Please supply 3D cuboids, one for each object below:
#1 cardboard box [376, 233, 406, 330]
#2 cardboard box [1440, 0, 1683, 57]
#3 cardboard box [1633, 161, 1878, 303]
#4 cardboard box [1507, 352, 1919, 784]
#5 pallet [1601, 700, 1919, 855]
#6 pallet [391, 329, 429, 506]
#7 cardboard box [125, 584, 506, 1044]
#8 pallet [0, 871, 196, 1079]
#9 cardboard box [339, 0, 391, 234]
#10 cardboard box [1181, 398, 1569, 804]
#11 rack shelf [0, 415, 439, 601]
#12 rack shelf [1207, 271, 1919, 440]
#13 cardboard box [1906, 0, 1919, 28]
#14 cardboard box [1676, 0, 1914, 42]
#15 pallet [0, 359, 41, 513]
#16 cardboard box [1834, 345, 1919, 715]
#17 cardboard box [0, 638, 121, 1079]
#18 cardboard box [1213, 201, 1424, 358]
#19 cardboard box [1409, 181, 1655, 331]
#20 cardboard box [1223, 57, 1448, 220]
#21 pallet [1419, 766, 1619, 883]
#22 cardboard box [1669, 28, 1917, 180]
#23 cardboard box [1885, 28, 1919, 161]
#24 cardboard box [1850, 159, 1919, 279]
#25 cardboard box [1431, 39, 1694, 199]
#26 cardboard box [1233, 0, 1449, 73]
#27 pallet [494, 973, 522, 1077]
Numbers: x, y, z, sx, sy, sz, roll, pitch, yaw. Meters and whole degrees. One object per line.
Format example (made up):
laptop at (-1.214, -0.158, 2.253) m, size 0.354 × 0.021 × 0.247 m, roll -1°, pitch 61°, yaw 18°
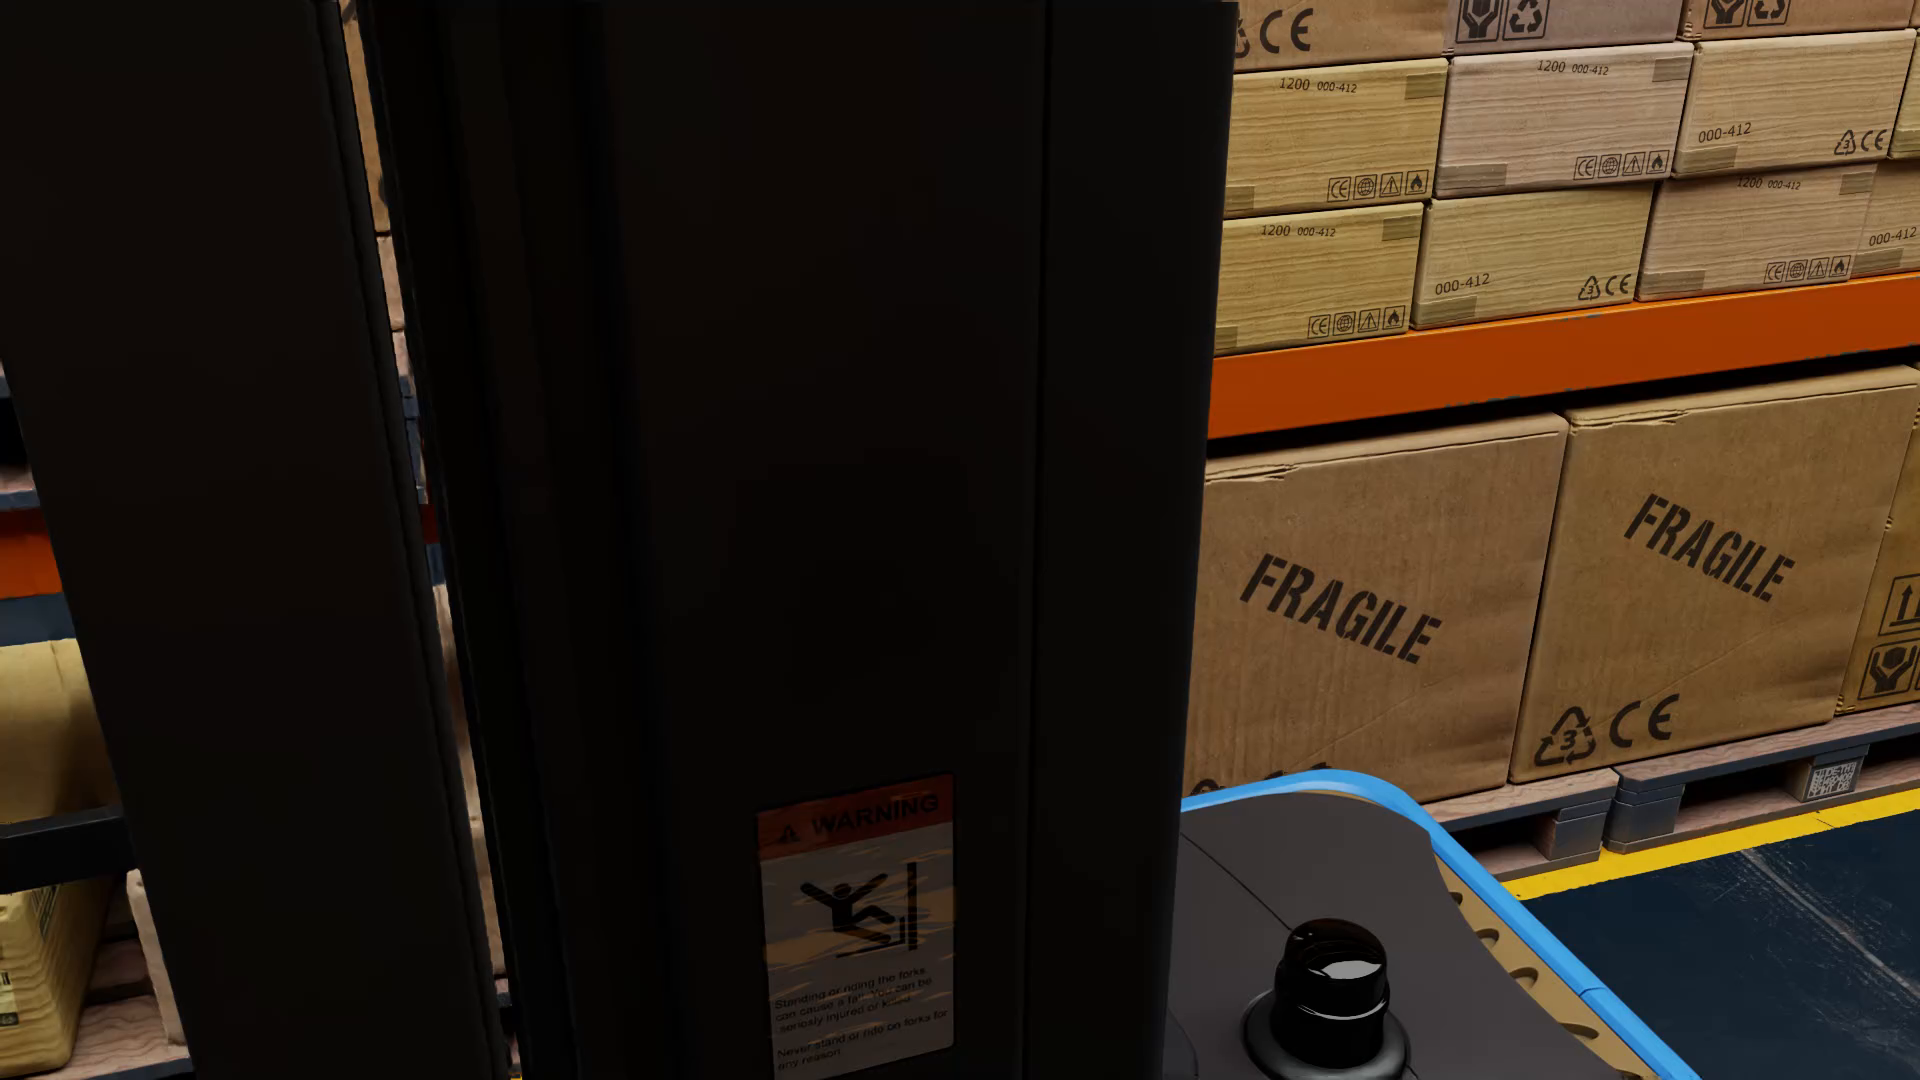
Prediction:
cardboard box at (-0.962, -0.449, 2.591) m, size 0.250 × 0.149 × 0.380 m, roll -10°, pitch 28°, yaw -19°
cardboard box at (0.990, -1.200, 3.056) m, size 0.500 × 0.500 × 0.500 m, roll -8°, pitch 28°, yaw -16°
cardboard box at (1.504, -0.712, 3.479) m, size 0.500 × 0.250 × 0.500 m, roll -7°, pitch 27°, yaw -14°
cardboard box at (1.509, -0.088, 3.970) m, size 0.875 × 0.875 × 0.875 m, roll -8°, pitch 27°, yaw -15°
pallet at (1.908, 0.336, 4.336) m, size 1.213 × 0.211 × 1.003 m, roll -8°, pitch 28°, yaw -16°
pallet at (-0.668, -0.441, 2.981) m, size 1.003 × 0.211 × 1.213 m, roll -8°, pitch 28°, yaw -16°
cardboard box at (-1.263, 0.497, 3.358) m, size 0.625 × 0.372 × 0.950 m, roll -9°, pitch 28°, yaw -17°
pallet at (-1.925, 0.852, 3.296) m, size 1.213 × 0.211 × 1.003 m, roll -8°, pitch 28°, yaw -16°
cardboard box at (-0.857, -0.780, 2.529) m, size 0.500 × 0.500 × 0.500 m, roll -9°, pitch 28°, yaw -17°
cardboard box at (0.659, 0.033, 3.726) m, size 0.875 × 0.875 × 0.875 m, roll -8°, pitch 28°, yaw -17°
rack shelf at (-1.925, -0.073, 2.832) m, size 4.000 × 0.370 × 1.077 m, roll -8°, pitch 28°, yaw -16°
rack shelf at (1.879, -0.623, 3.941) m, size 4.000 × 0.370 × 1.077 m, roll -8°, pitch 28°, yaw -16°
cardboard box at (1.968, -1.332, 3.324) m, size 0.500 × 0.500 × 0.500 m, roll -8°, pitch 27°, yaw -15°
cardboard box at (1.487, -1.264, 3.187) m, size 0.500 × 0.500 × 0.500 m, roll -7°, pitch 27°, yaw -15°
pallet at (-1.893, -0.294, 2.685) m, size 1.213 × 0.211 × 1.003 m, roll -8°, pitch 28°, yaw -16°
cardboard box at (2.359, -0.211, 4.218) m, size 0.875 × 0.875 × 0.875 m, roll -7°, pitch 27°, yaw -15°
cardboard box at (-1.985, 0.599, 3.152) m, size 0.625 × 0.372 × 0.950 m, roll -7°, pitch 27°, yaw -14°
cardboard box at (0.520, -0.564, 3.181) m, size 0.500 × 0.250 × 0.500 m, roll -9°, pitch 28°, yaw -17°
cardboard box at (1.003, -0.642, 3.339) m, size 0.500 × 0.250 × 0.500 m, roll -9°, pitch 28°, yaw -18°
cardboard box at (0.535, -0.792, 3.079) m, size 0.500 × 0.250 × 0.500 m, roll -8°, pitch 28°, yaw -16°
pallet at (0.750, 0.502, 4.001) m, size 1.213 × 0.211 × 1.003 m, roll -8°, pitch 28°, yaw -16°
cardboard box at (1.505, -0.926, 3.349) m, size 0.500 × 0.250 × 0.500 m, roll -8°, pitch 28°, yaw -16°
cardboard box at (1.991, -0.991, 3.479) m, size 0.500 × 0.250 × 0.500 m, roll -8°, pitch 27°, yaw -15°
cardboard box at (1.972, -0.781, 3.619) m, size 0.500 × 0.250 × 0.500 m, roll -8°, pitch 28°, yaw -16°
cardboard box at (1.027, -0.863, 3.221) m, size 0.500 × 0.250 × 0.500 m, roll -8°, pitch 27°, yaw -15°
cardboard box at (0.522, -1.127, 2.911) m, size 0.500 × 0.500 × 0.500 m, roll -9°, pitch 28°, yaw -18°
pallet at (-0.767, 0.686, 3.631) m, size 1.213 × 0.211 × 1.003 m, roll -8°, pitch 28°, yaw -16°
